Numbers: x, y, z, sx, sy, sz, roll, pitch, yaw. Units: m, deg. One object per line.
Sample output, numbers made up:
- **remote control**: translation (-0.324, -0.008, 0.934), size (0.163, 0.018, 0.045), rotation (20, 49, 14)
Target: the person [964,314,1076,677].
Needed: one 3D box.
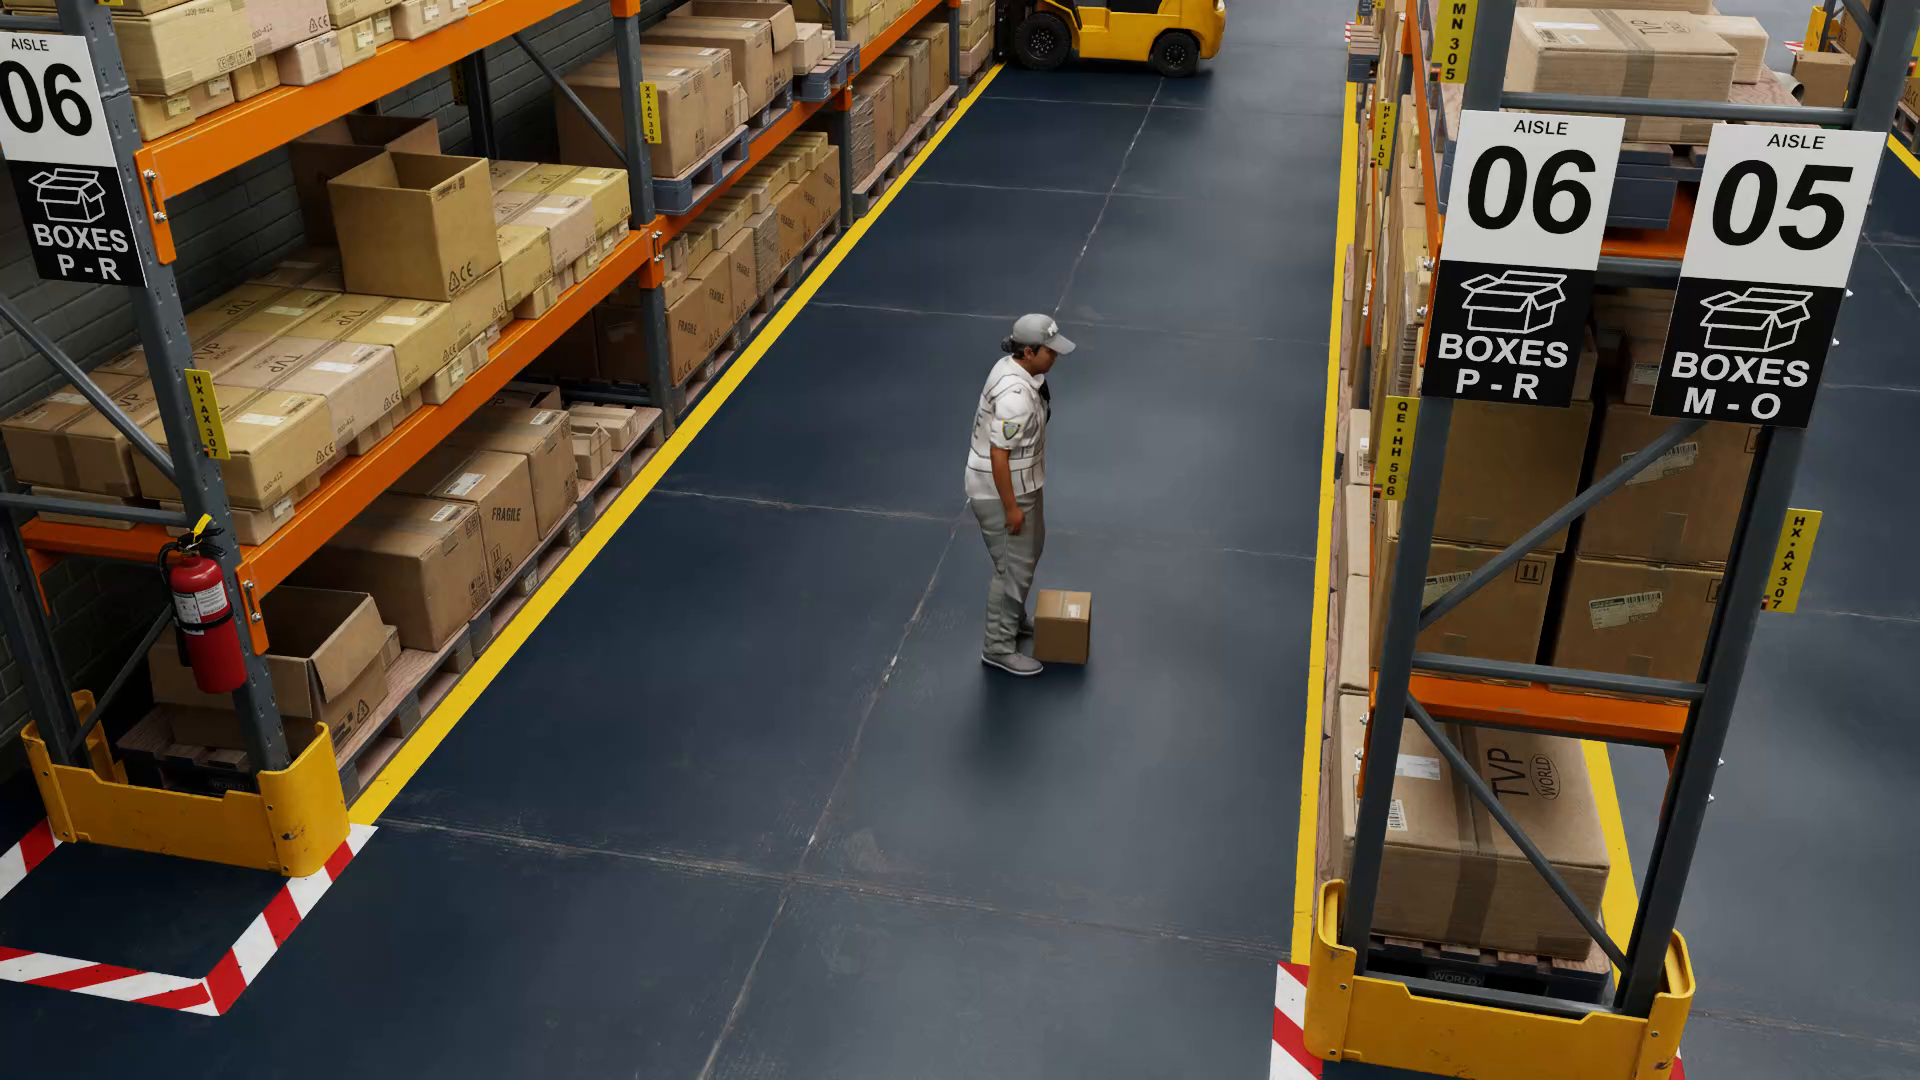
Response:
- **person**: translation (0.263, -0.229, 7.533), size (0.469, 1.664, 0.551), rotation (4, 29, 8)
